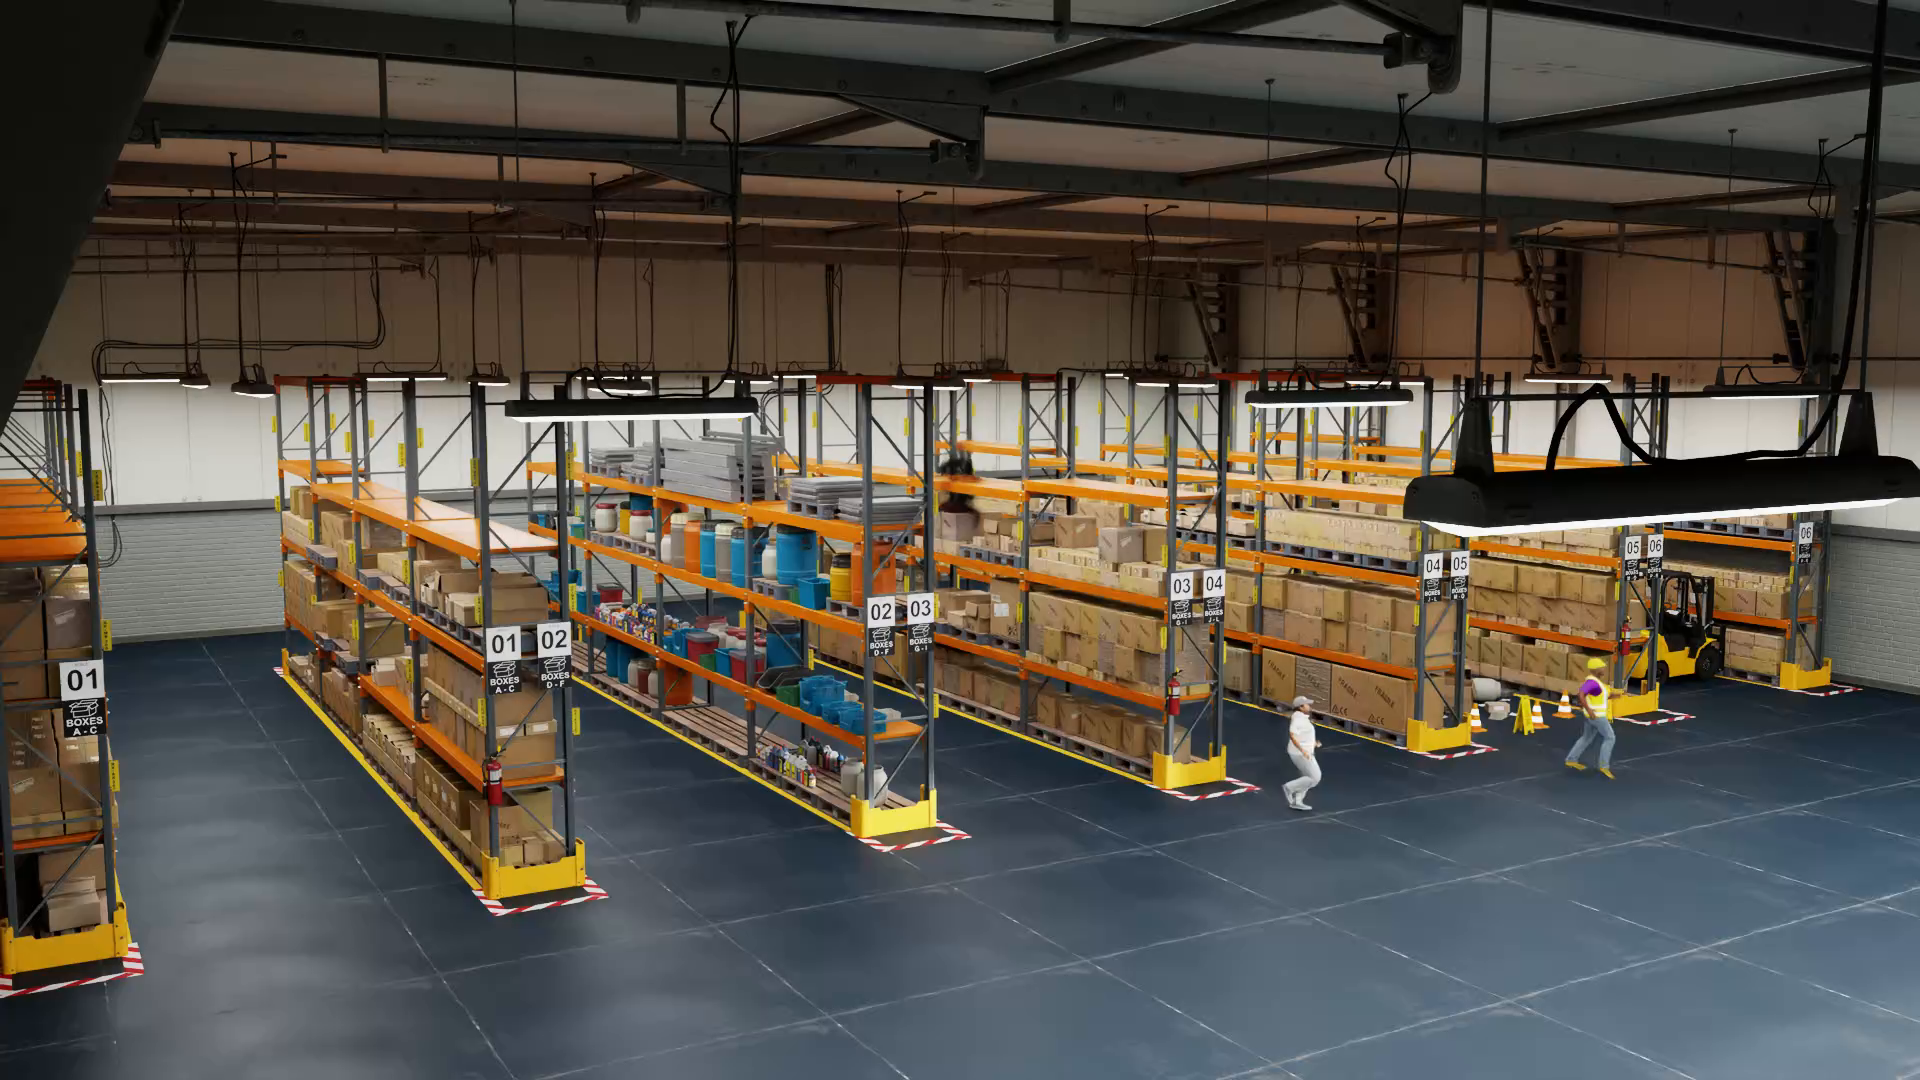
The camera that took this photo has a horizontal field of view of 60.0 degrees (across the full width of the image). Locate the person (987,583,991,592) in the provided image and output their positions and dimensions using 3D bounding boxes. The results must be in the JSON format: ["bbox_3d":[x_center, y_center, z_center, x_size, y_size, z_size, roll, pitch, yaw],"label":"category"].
[{"bbox_3d":[0.918,0.775,42.899,0.855,1.776,0.689,-4,7,-31],"label":"person"}]

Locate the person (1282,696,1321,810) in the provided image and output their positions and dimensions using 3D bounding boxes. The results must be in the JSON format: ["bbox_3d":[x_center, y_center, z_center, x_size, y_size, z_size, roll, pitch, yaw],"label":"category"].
[{"bbox_3d":[4.792,2.988,23.301,0.550,1.627,0.610,1,6,6],"label":"person"}]

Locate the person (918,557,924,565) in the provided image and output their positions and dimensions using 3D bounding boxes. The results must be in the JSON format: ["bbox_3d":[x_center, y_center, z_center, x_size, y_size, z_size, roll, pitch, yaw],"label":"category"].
[{"bbox_3d":[-0.936,0.908,41.991,0.839,1.679,0.664,-1,6,-13],"label":"person"}]

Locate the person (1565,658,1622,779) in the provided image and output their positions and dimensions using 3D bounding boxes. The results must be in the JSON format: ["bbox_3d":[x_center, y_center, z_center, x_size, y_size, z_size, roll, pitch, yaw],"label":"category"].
[{"bbox_3d":[9.627,2.699,25.221,0.773,1.832,0.673,1,6,12],"label":"person"}]
